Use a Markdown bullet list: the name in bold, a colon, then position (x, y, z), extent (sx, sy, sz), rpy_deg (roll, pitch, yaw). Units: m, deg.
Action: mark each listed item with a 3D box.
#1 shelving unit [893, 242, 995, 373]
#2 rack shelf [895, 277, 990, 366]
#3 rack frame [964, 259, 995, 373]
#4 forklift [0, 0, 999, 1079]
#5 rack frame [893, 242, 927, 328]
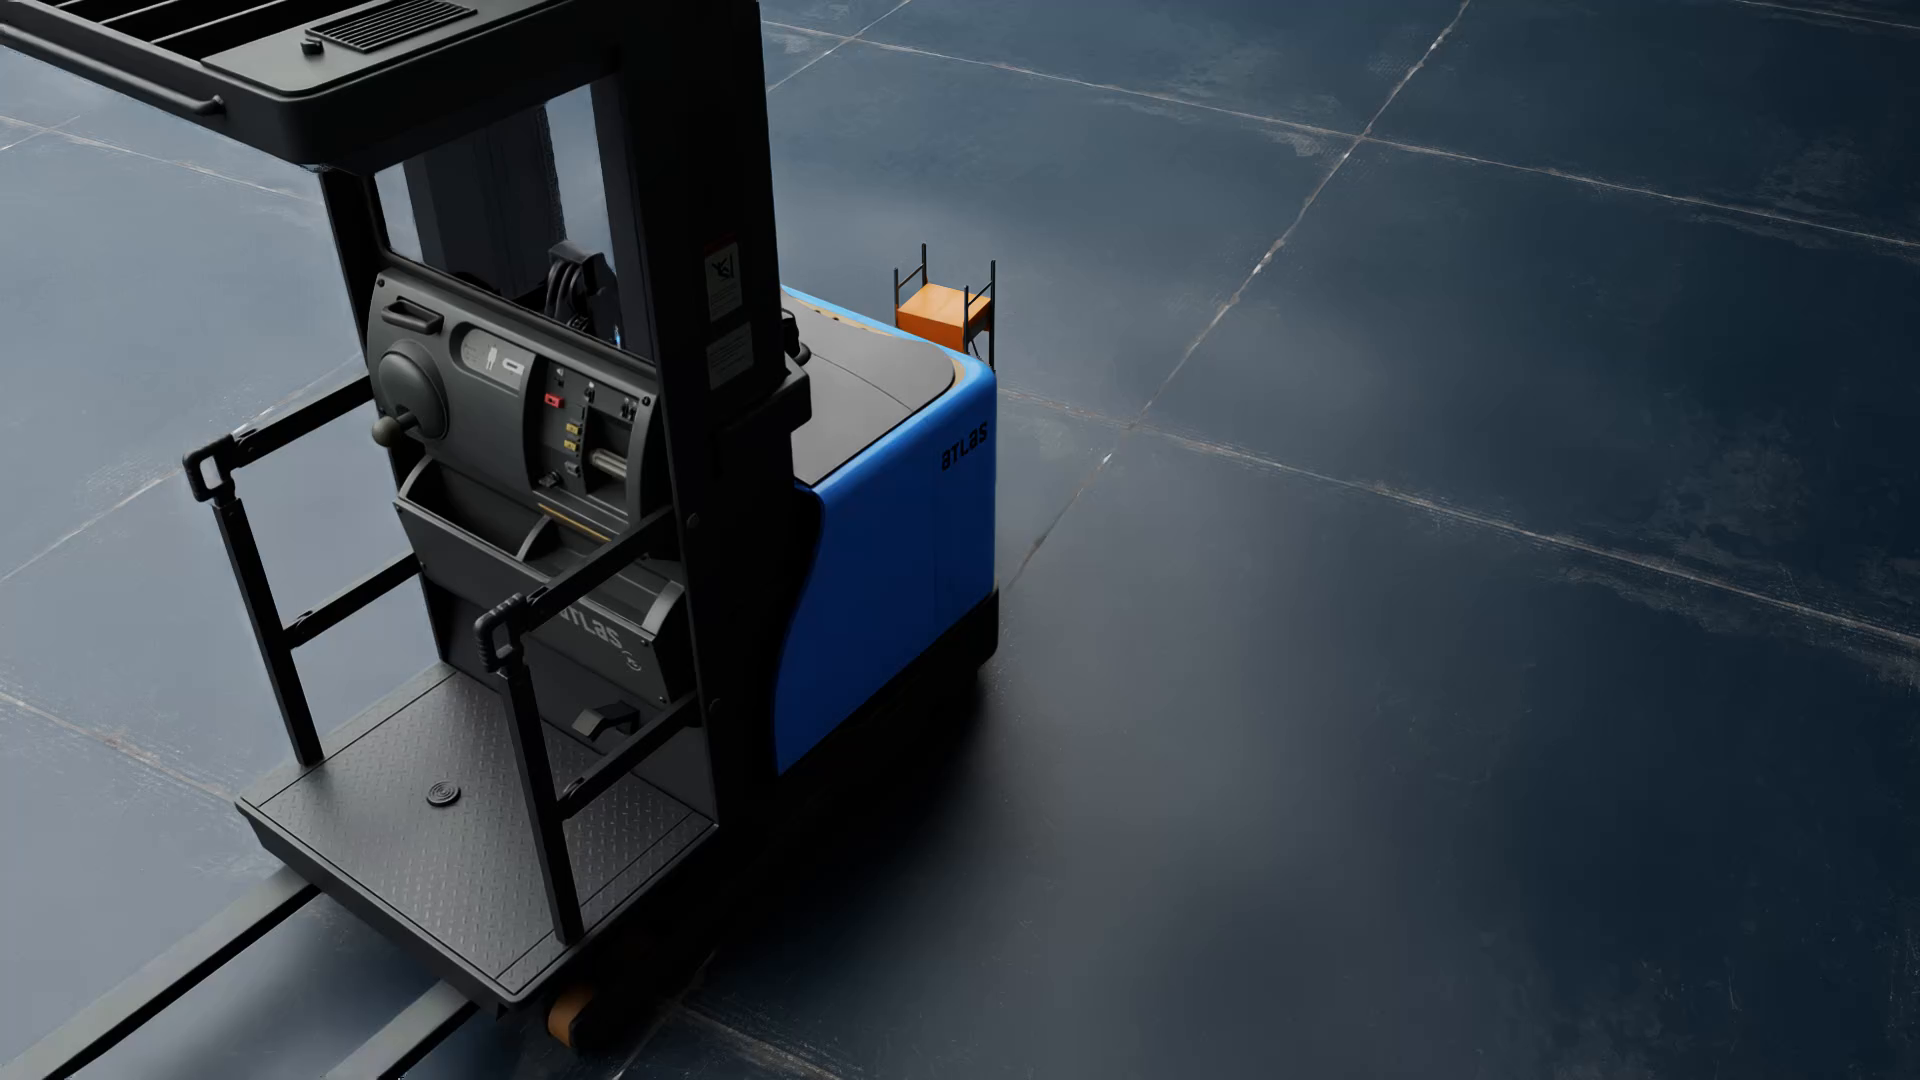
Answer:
- **shelving unit**: position (-0.048, -0.433, 5.452), extent (0.252, 1.050, 0.215), rpy_deg (17, 41, 21)
- **rack shelf**: position (-0.048, -0.651, 5.287), extent (0.240, 0.259, 0.215), rpy_deg (17, 41, 21)
- **rack frame**: position (0.061, -0.399, 5.407), extent (0.008, 1.050, 0.200), rpy_deg (17, 41, 21)
- **forklift**: position (-1.161, -0.254, 3.660), extent (1.130, 2.935, 3.031), rpy_deg (24, 43, 28)
- **rack frame**: position (-0.156, -0.467, 5.497), extent (0.008, 1.050, 0.200), rpy_deg (17, 41, 21)
